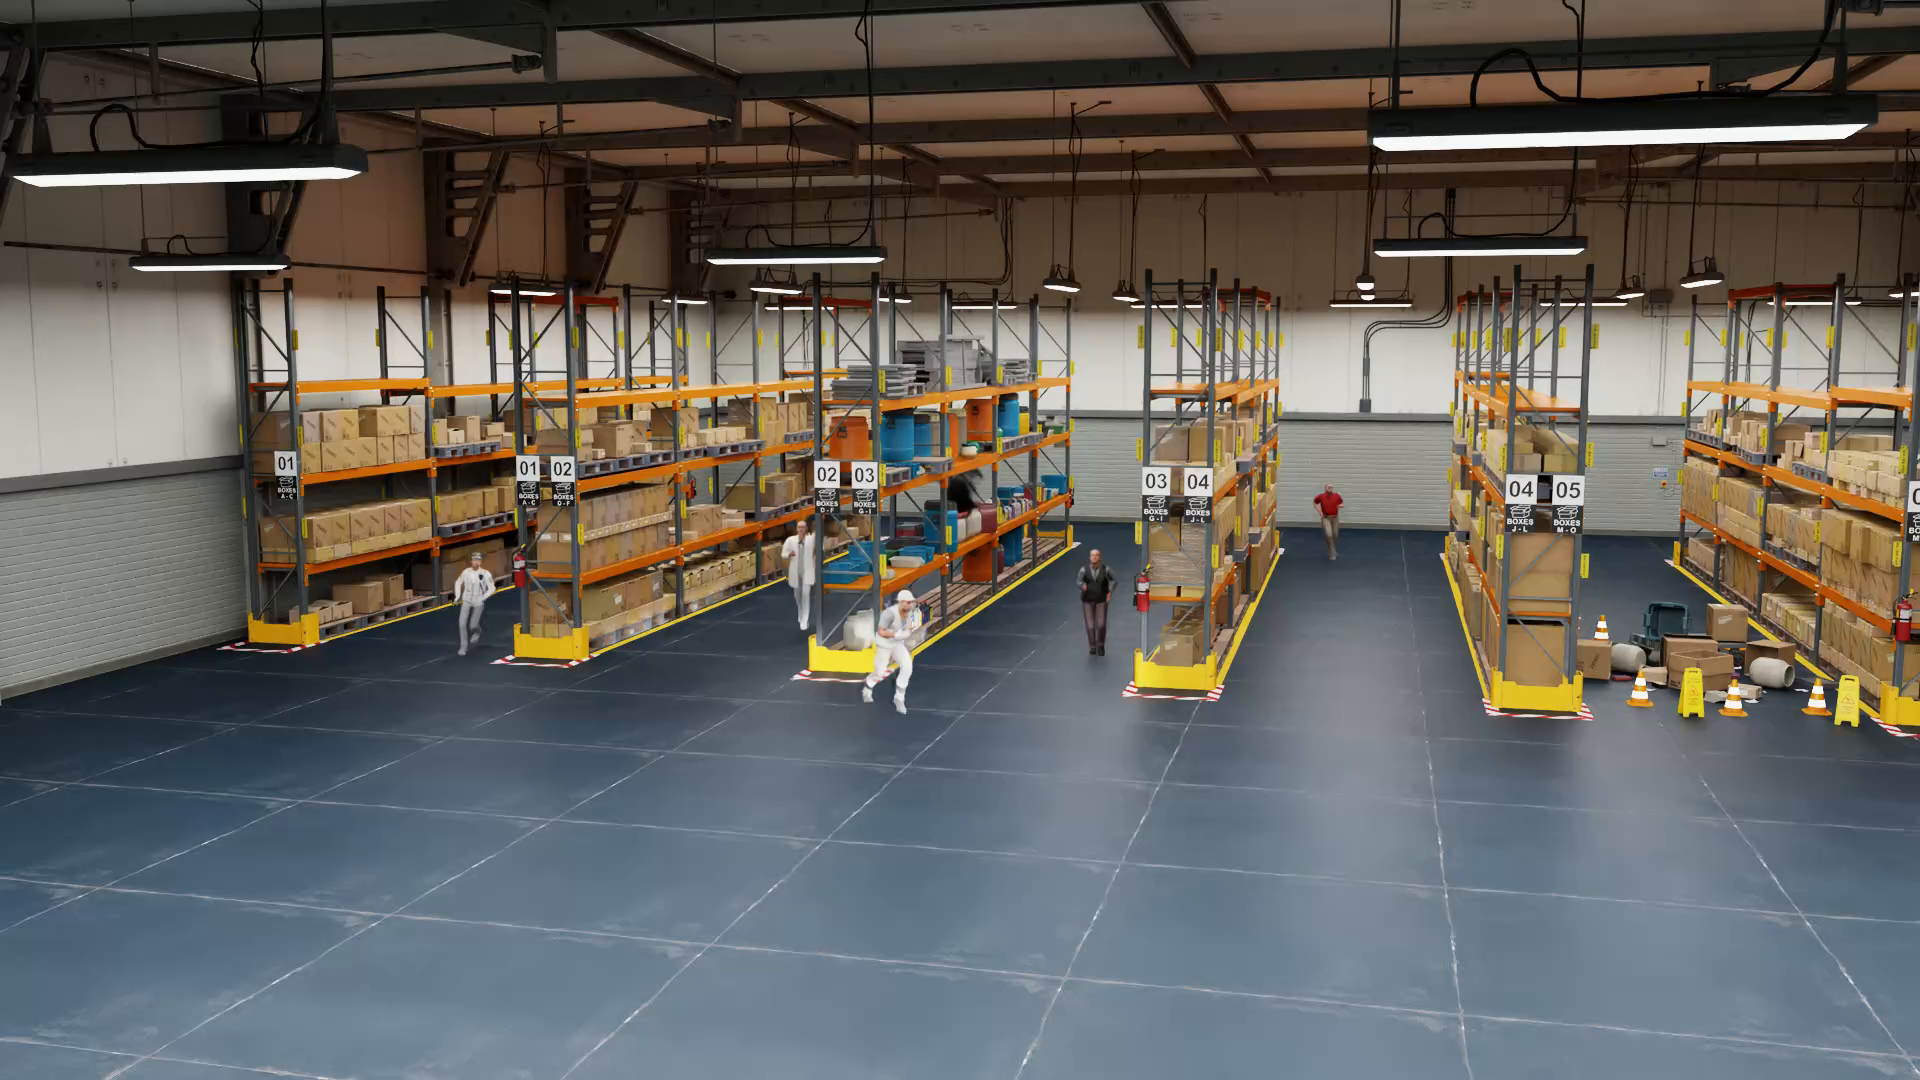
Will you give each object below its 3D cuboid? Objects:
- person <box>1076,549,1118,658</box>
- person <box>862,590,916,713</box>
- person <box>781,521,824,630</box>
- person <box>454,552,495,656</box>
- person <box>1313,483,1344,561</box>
[{"bbox_3d":[2.138,1.013,26.249,0.642,1.716,0.646,1,7,11],"label":"person"},{"bbox_3d":[-0.958,1.492,22.583,1.011,1.717,0.705,7,10,44],"label":"person"},{"bbox_3d":[-2.688,0.569,28.277,0.701,1.789,0.949,0,7,3],"label":"person"},{"bbox_3d":[-7.812,1.004,26.782,0.657,1.662,0.654,0,7,0],"label":"person"},{"bbox_3d":[8.486,-0.420,38.252,0.660,1.797,0.786,-1,7,-5],"label":"person"}]
